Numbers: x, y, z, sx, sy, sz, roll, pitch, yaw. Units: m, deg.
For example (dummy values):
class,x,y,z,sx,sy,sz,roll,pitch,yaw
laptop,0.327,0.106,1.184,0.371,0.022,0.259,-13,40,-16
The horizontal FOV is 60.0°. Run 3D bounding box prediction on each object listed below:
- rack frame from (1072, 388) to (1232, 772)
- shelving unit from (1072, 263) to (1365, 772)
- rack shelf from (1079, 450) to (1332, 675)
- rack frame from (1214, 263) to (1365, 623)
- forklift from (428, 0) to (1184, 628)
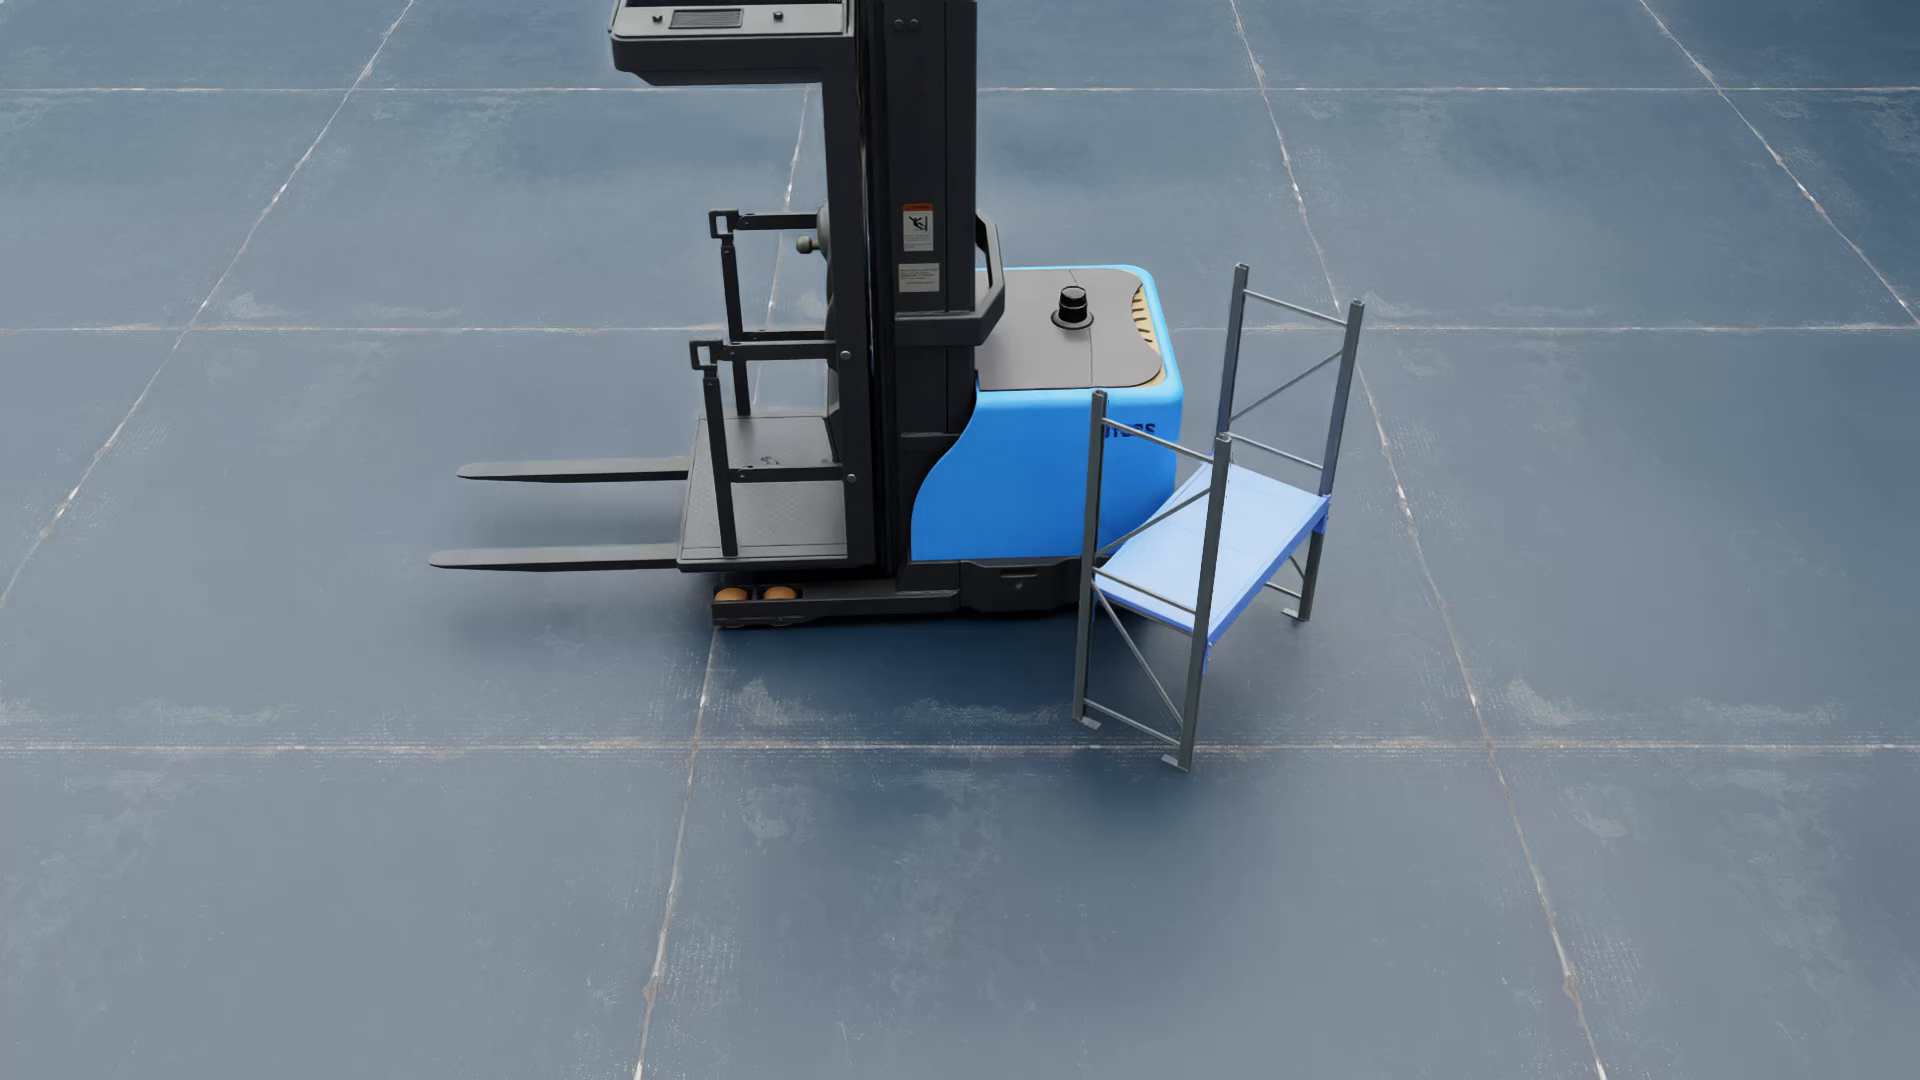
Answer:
class,x,y,z,sx,sy,sz,roll,pitch,yaw
rack frame,0.647,0.182,5.824,0.500,1.500,0.032,23,44,26
shelving unit,0.936,-0.080,6.150,0.538,1.500,1.048,23,44,26
rack shelf,0.936,0.061,6.263,0.538,0.185,1.000,23,44,26
rack frame,1.226,-0.341,6.476,0.500,1.500,0.032,23,44,26
forklift,-0.670,-1.124,6.309,3.031,2.935,1.130,-2,39,-2
